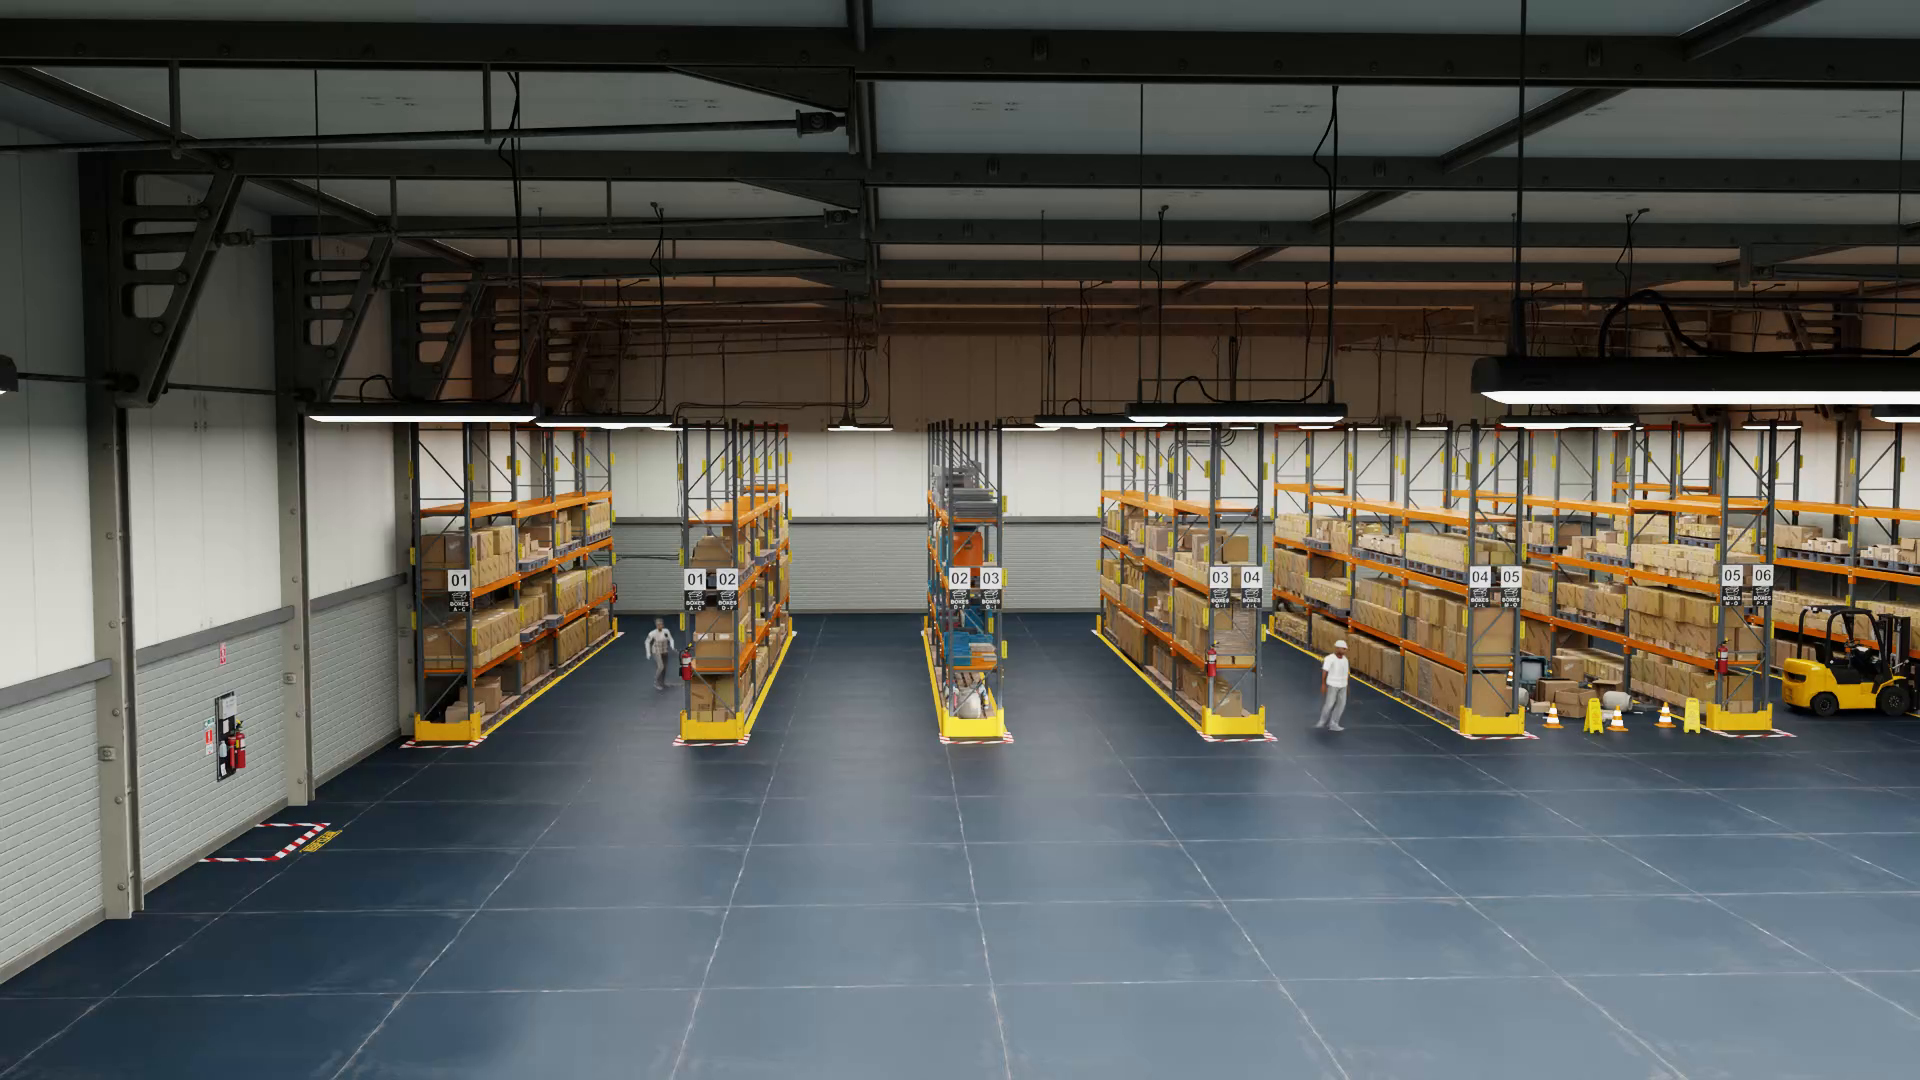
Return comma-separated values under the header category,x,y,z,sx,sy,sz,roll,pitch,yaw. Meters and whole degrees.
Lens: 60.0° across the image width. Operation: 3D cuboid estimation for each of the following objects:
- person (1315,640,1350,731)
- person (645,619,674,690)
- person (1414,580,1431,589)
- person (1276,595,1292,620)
category,x,y,z,sx,sy,sz,roll,pitch,yaw
person,7.184,2.796,32.029,0.670,1.749,0.488,-2,4,-31
person,-6.678,2.564,37.282,0.607,1.629,0.751,-4,5,-45
person,14.086,1.570,50.414,0.997,1.778,0.681,-1,4,-17
person,9.618,1.666,49.461,0.865,1.845,0.673,-3,5,-43
